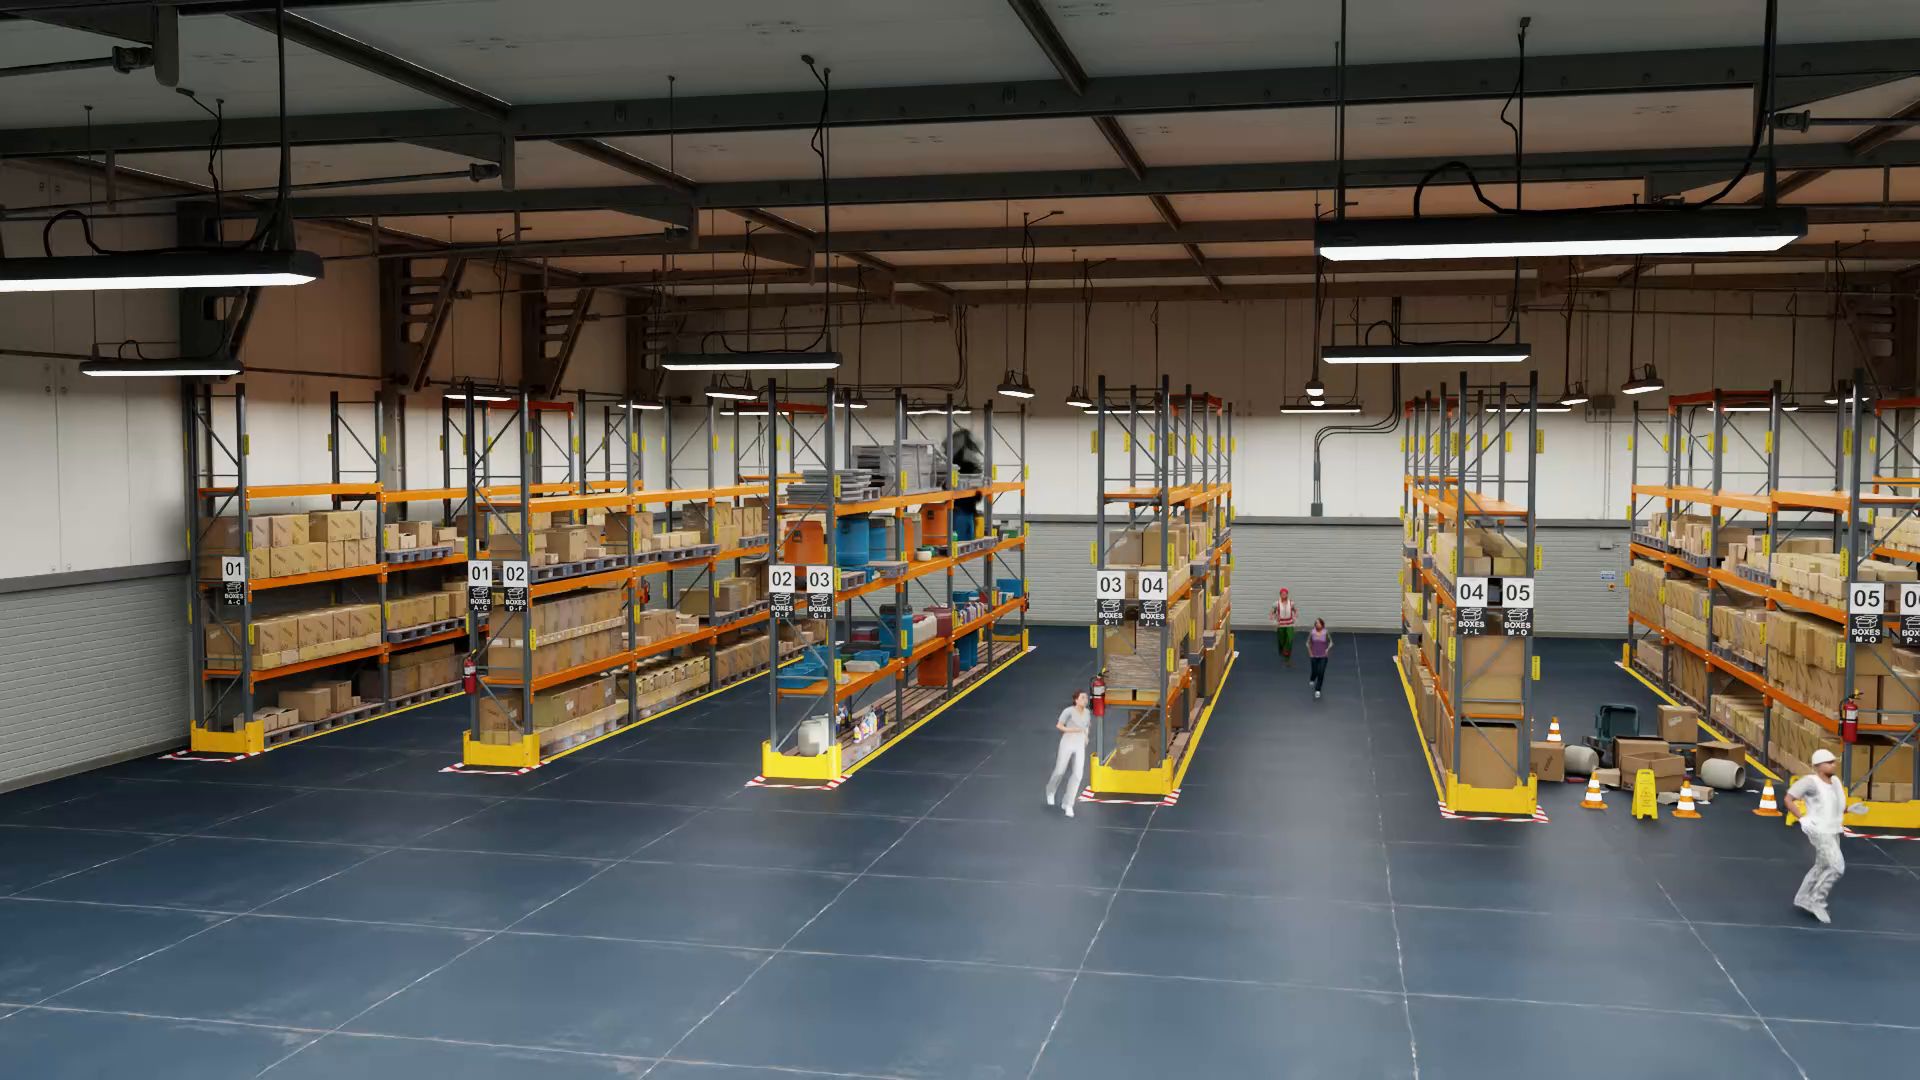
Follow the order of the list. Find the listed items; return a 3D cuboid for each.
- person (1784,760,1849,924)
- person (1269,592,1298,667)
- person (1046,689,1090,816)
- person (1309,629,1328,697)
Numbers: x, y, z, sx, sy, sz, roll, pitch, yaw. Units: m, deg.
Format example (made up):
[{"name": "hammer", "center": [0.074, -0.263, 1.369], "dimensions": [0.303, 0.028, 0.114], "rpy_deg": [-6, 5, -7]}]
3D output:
[{"name": "person", "center": [9.136, 3.135, 17.522], "dimensions": [0.669, 1.776, 0.699], "rpy_deg": [-2, 4, -36]}, {"name": "person", "center": [7.367, 1.994, 37.904], "dimensions": [0.623, 1.713, 0.816], "rpy_deg": [0, 3, 2]}, {"name": "person", "center": [1.567, 2.870, 22.797], "dimensions": [0.591, 1.669, 0.856], "rpy_deg": [-1, 3, -18]}, {"name": "person", "center": [7.169, 2.441, 33.205], "dimensions": [0.368, 1.358, 0.504], "rpy_deg": [1, 3, 13]}]
